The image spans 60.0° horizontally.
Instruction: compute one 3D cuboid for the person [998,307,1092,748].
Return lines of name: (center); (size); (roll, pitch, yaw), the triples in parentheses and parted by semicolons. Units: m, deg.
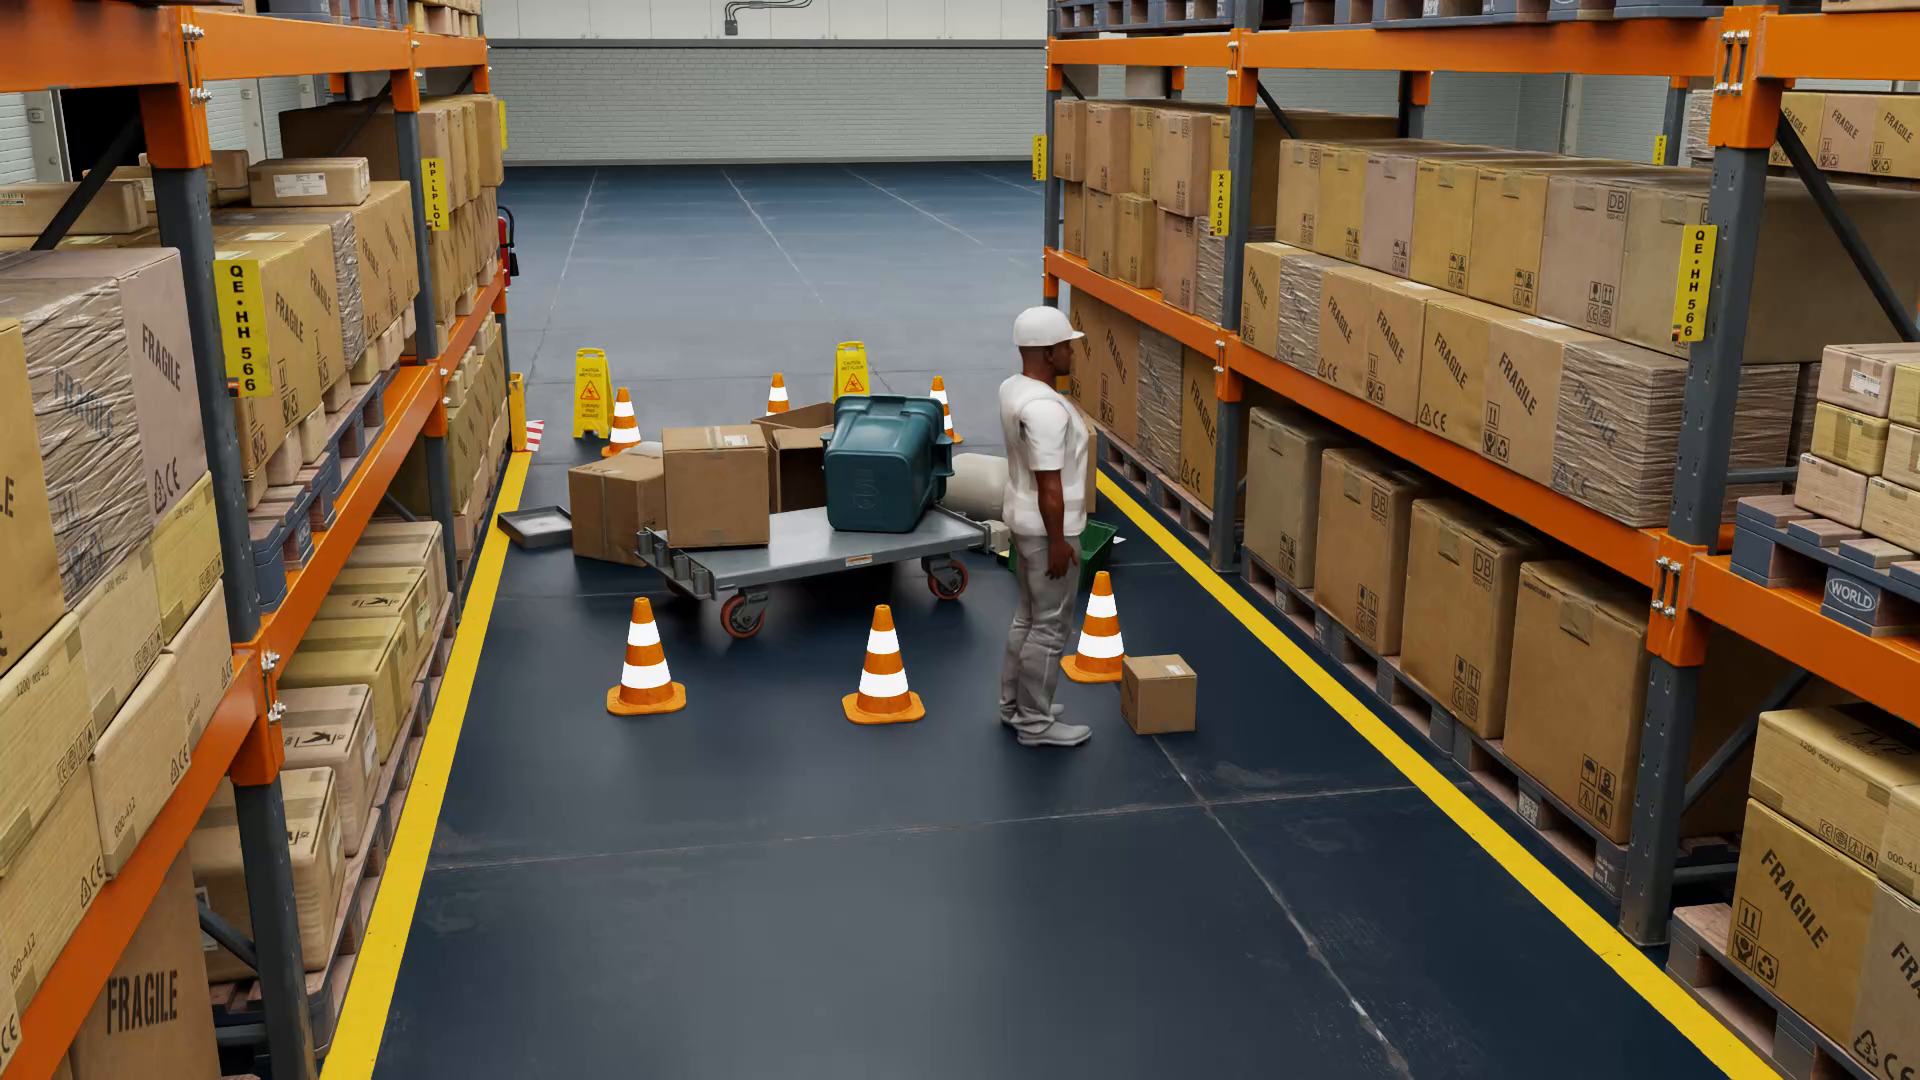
person: (0.339, -0.049, 6.691); (0.354, 1.777, 0.563); (-3, 16, -9)
